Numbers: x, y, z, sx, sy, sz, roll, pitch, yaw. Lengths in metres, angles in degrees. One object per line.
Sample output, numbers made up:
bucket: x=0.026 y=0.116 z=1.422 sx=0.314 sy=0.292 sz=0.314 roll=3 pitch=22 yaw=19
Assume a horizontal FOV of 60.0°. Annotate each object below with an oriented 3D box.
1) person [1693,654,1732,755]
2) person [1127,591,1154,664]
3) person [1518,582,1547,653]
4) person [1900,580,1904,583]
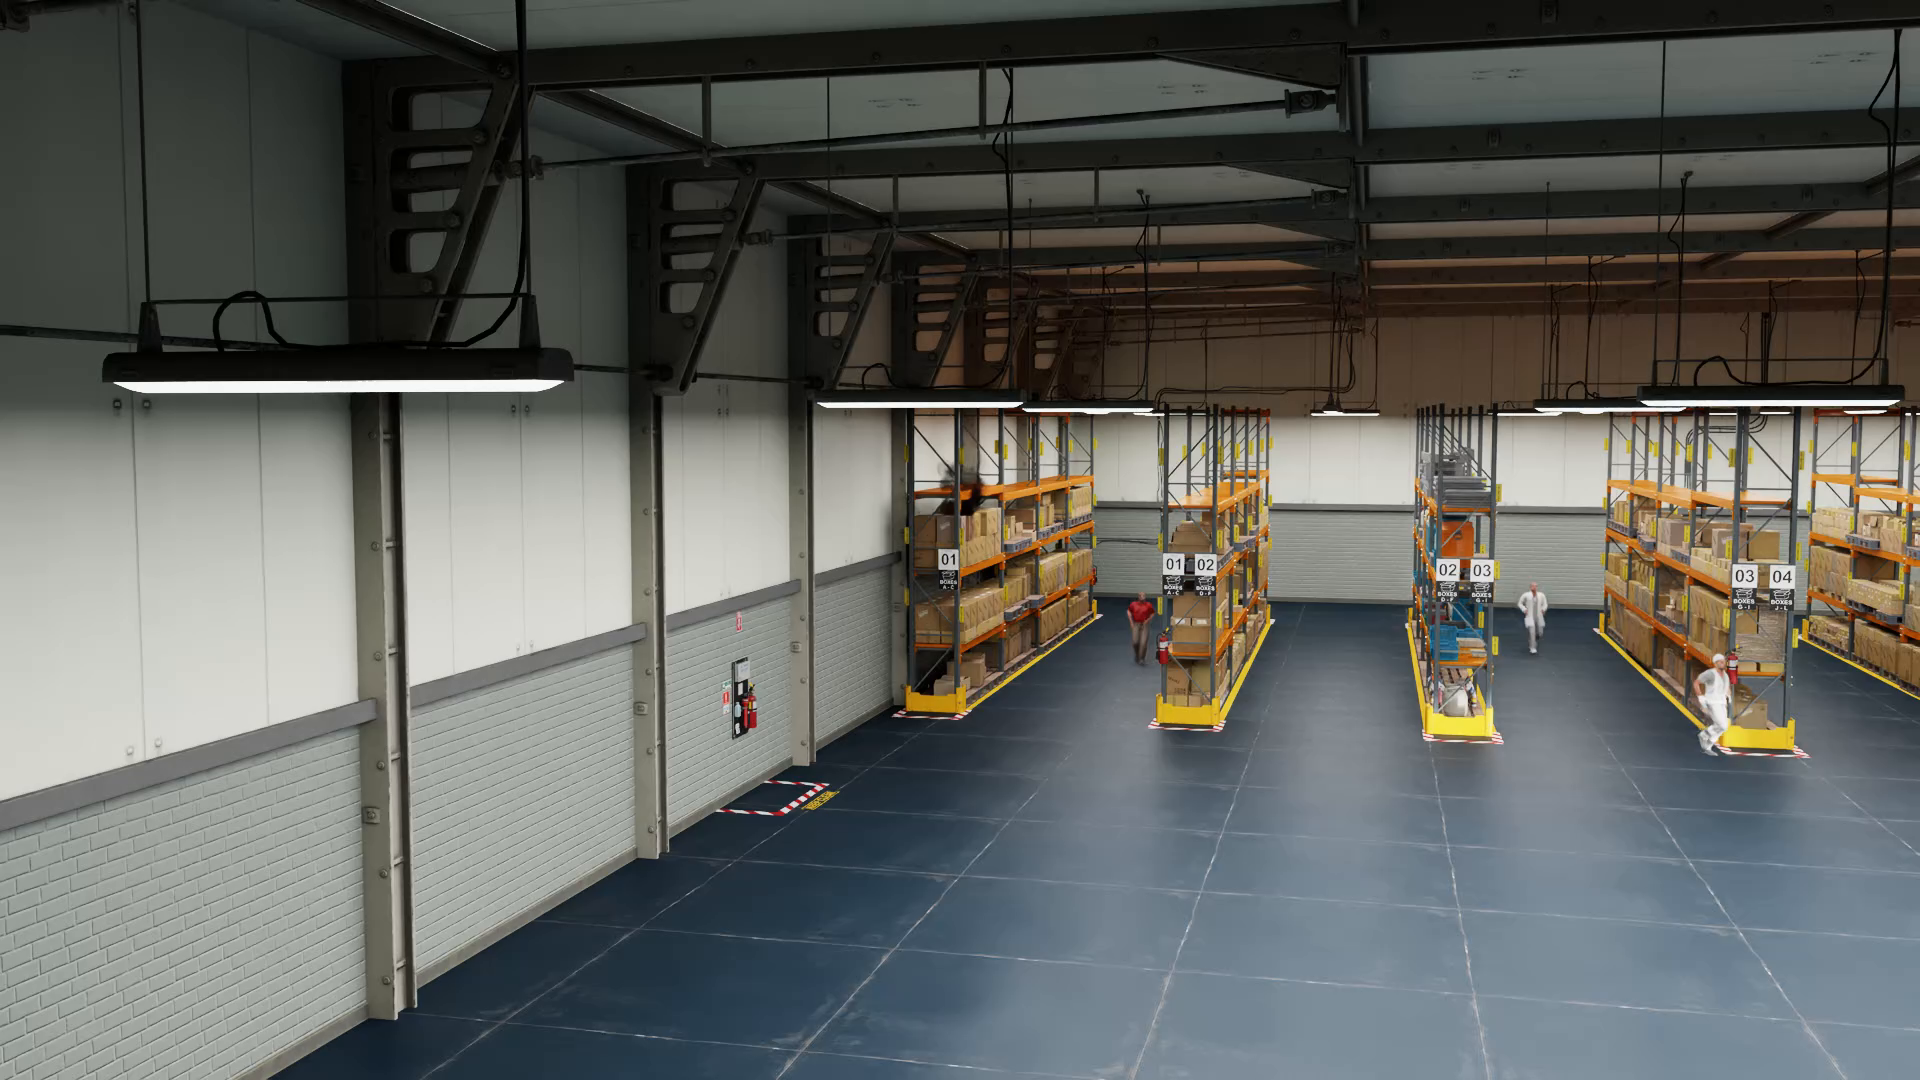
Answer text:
person: x=12.859 y=2.803 z=28.248 sx=0.671 sy=1.739 sz=0.534 roll=-3 pitch=5 yaw=-33
person: x=4.210 y=2.061 z=38.809 sx=0.641 sy=1.723 sz=0.541 roll=1 pitch=4 yaw=9
person: x=14.040 y=1.890 z=40.753 sx=0.708 sy=1.724 sz=0.669 roll=0 pitch=4 yaw=4
person: x=23.940 y=1.831 z=42.300 sx=0.651 sy=1.685 sz=0.703 roll=0 pitch=4 yaw=2
